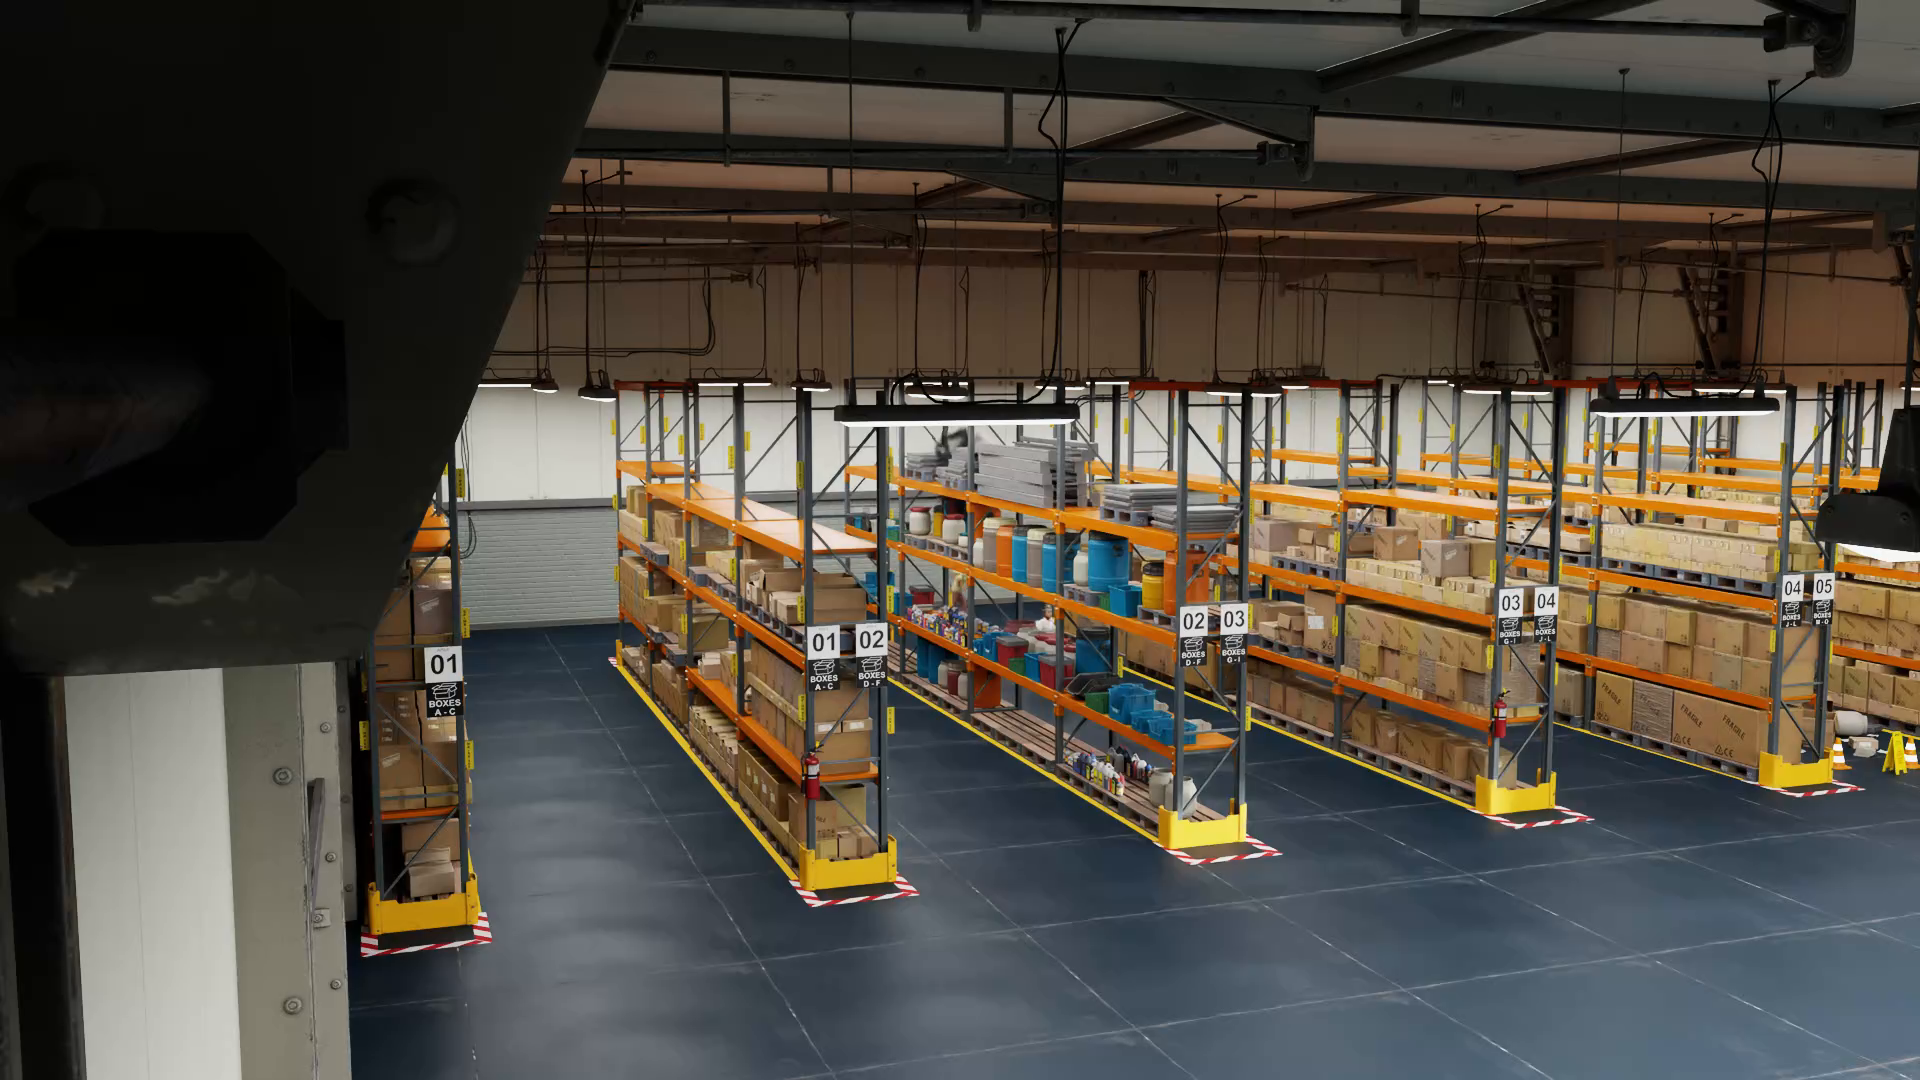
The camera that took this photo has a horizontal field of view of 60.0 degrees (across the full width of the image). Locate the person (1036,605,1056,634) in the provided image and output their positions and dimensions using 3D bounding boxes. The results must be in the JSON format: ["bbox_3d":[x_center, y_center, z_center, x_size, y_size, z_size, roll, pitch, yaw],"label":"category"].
[{"bbox_3d":[1.661,2.094,32.066,0.598,1.743,0.842,-3,7,-29],"label":"person"}]

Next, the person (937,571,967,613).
[{"bbox_3d":[-0.161,1.306,40.196,0.995,1.626,0.607,-1,6,-12],"label":"person"}]

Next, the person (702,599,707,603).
[{"bbox_3d":[-5.624,1.613,36.356,0.667,1.811,0.883,-5,8,-39],"label":"person"}]
